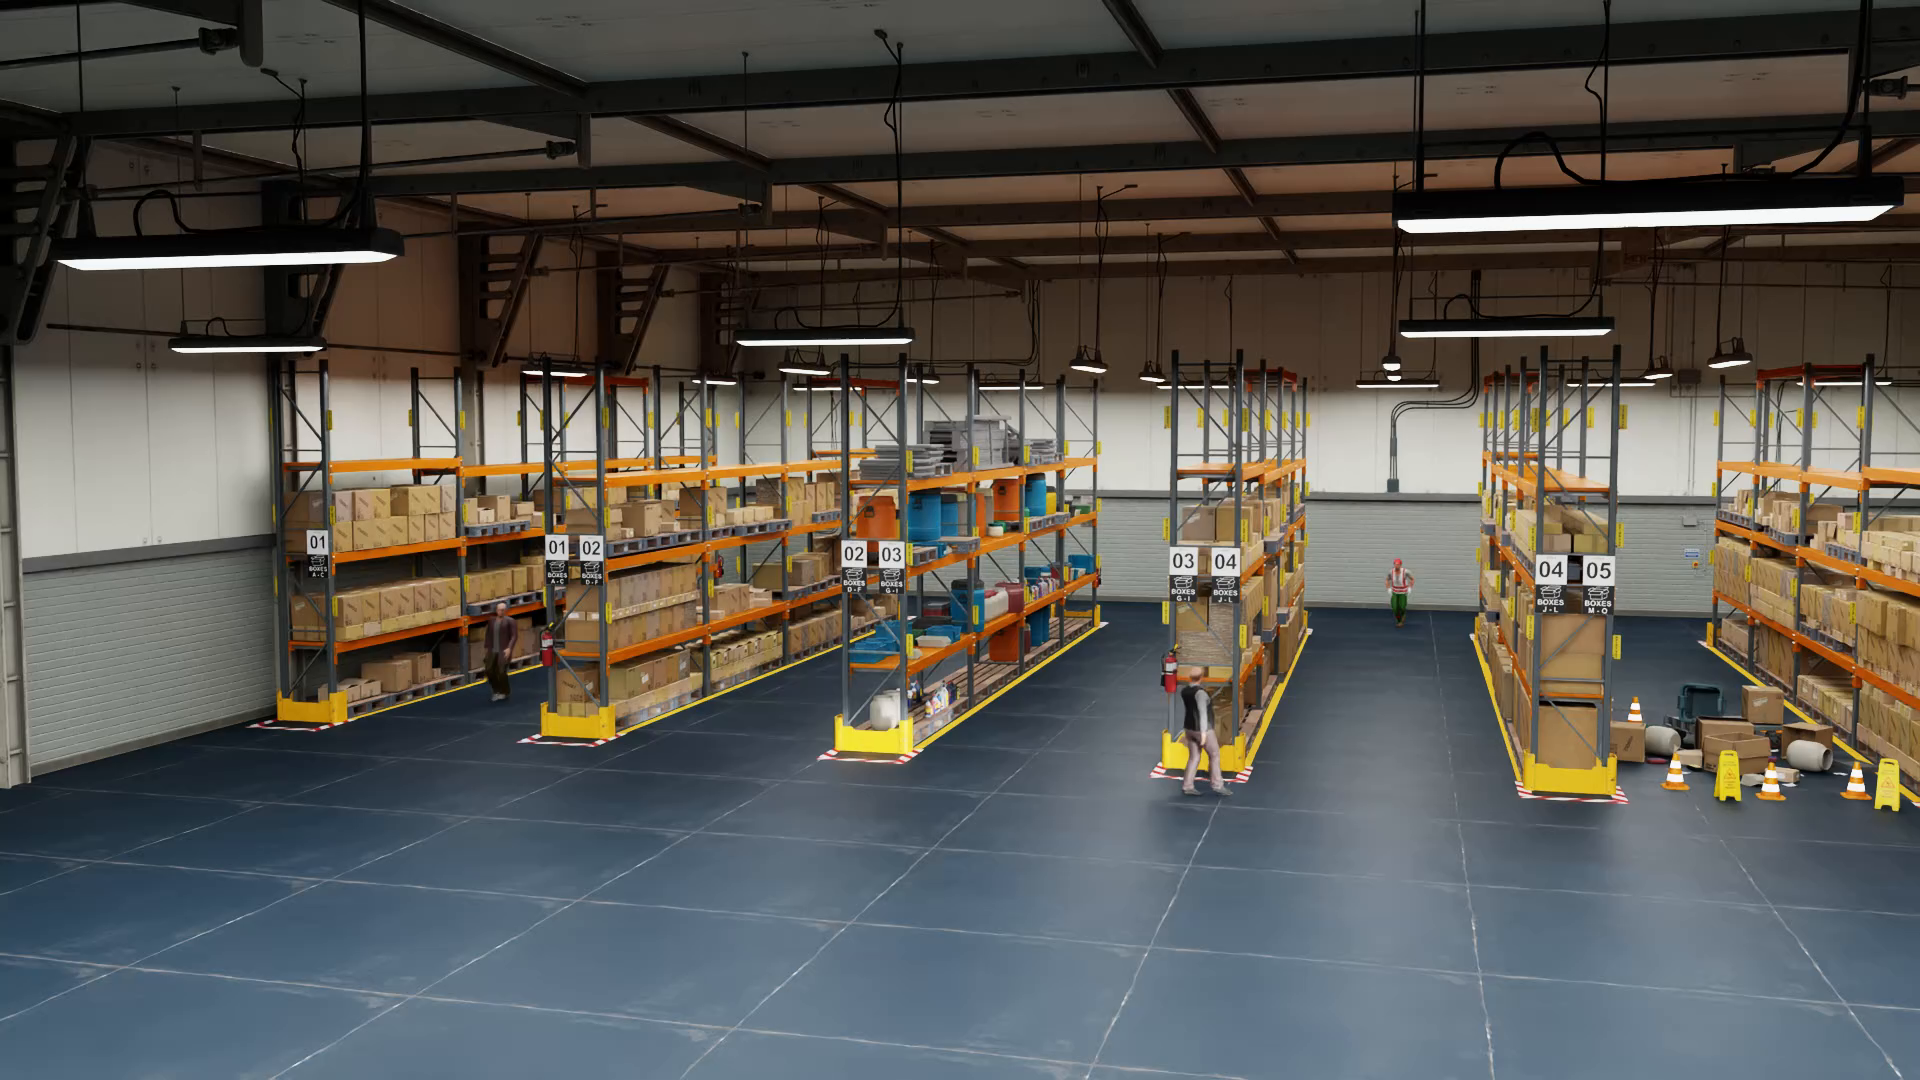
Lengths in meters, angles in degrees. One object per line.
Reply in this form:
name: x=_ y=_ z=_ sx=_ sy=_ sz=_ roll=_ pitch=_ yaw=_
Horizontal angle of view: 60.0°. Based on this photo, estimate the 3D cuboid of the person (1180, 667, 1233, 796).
person: x=3.268 y=2.552 z=22.247 sx=0.664 sy=1.732 sz=0.556 roll=-2 pitch=5 yaw=-30

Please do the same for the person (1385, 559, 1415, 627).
person: x=10.639 y=1.274 z=40.245 sx=0.694 sy=1.684 sz=0.648 roll=2 pitch=4 yaw=23

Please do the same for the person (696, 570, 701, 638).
person: x=-6.149 y=1.467 z=38.100 sx=0.435 sy=1.598 sz=0.453 roll=-3 pitch=5 yaw=-36

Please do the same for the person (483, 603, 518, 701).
person: x=-8.261 y=2.022 z=29.759 sx=0.704 sy=1.798 sz=0.527 roll=1 pitch=4 yaw=11
